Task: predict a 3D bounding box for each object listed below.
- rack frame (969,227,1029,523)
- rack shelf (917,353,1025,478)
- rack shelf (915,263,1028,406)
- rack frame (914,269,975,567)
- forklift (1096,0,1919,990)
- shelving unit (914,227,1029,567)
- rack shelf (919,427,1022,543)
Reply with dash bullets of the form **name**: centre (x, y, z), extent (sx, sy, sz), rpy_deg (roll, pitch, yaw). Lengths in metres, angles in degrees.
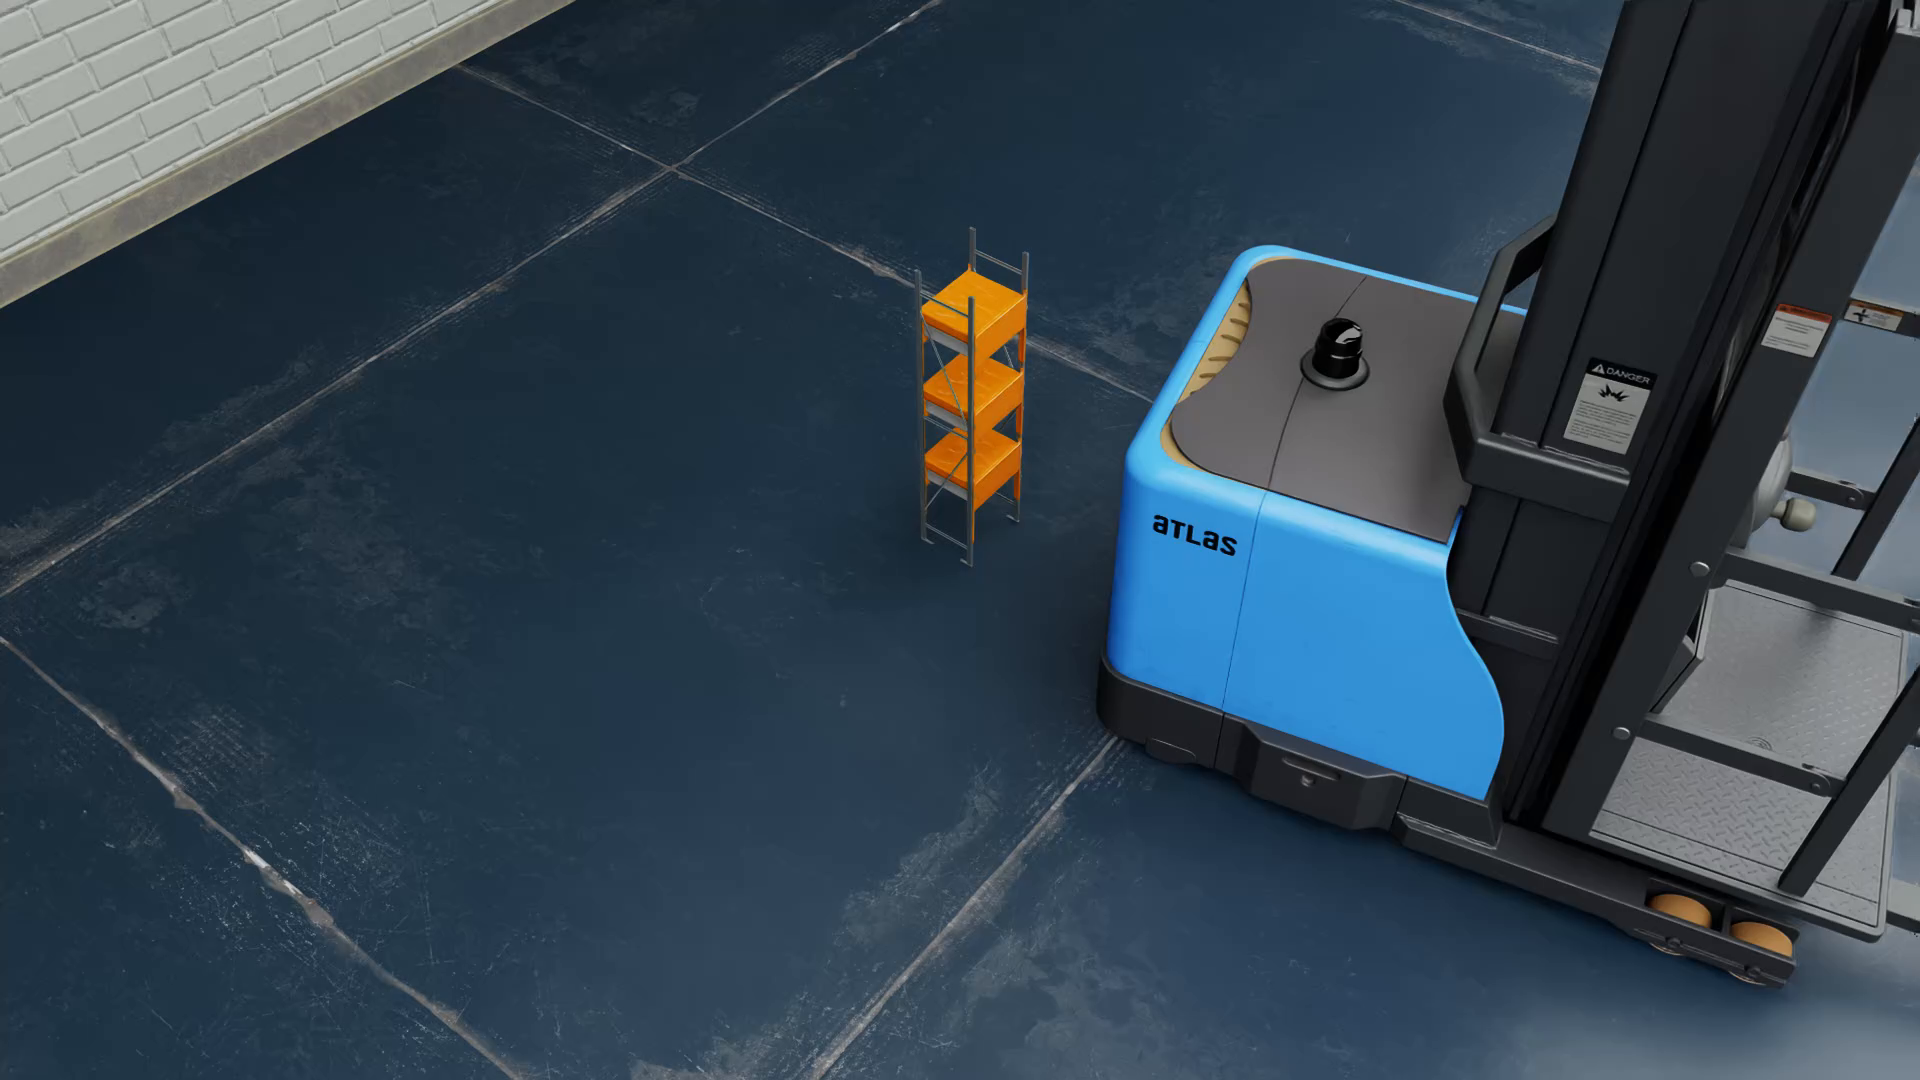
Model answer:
- **rack frame**: centre (0.107, -0.463, 4.966), extent (0.200, 1.050, 0.008), rpy_deg (29, 53, 25)
- **rack shelf**: centre (0.033, -0.386, 4.907), extent (0.215, 0.259, 0.240), rpy_deg (29, 53, 25)
- **rack shelf**: centre (0.033, -0.582, 4.702), extent (0.215, 0.259, 0.240), rpy_deg (29, 53, 25)
- **rack frame**: centre (-0.042, -0.323, 4.833), extent (0.200, 1.050, 0.008), rpy_deg (29, 53, 25)
- **forklift**: centre (1.944, -0.339, 3.547), extent (3.031, 2.935, 1.130), rpy_deg (18, 49, 17)
- **shelving unit**: centre (0.033, -0.393, 4.900), extent (0.215, 1.050, 0.252), rpy_deg (29, 53, 25)
- **rack shelf**: centre (0.033, -0.194, 5.108), extent (0.215, 0.259, 0.240), rpy_deg (29, 53, 25)
